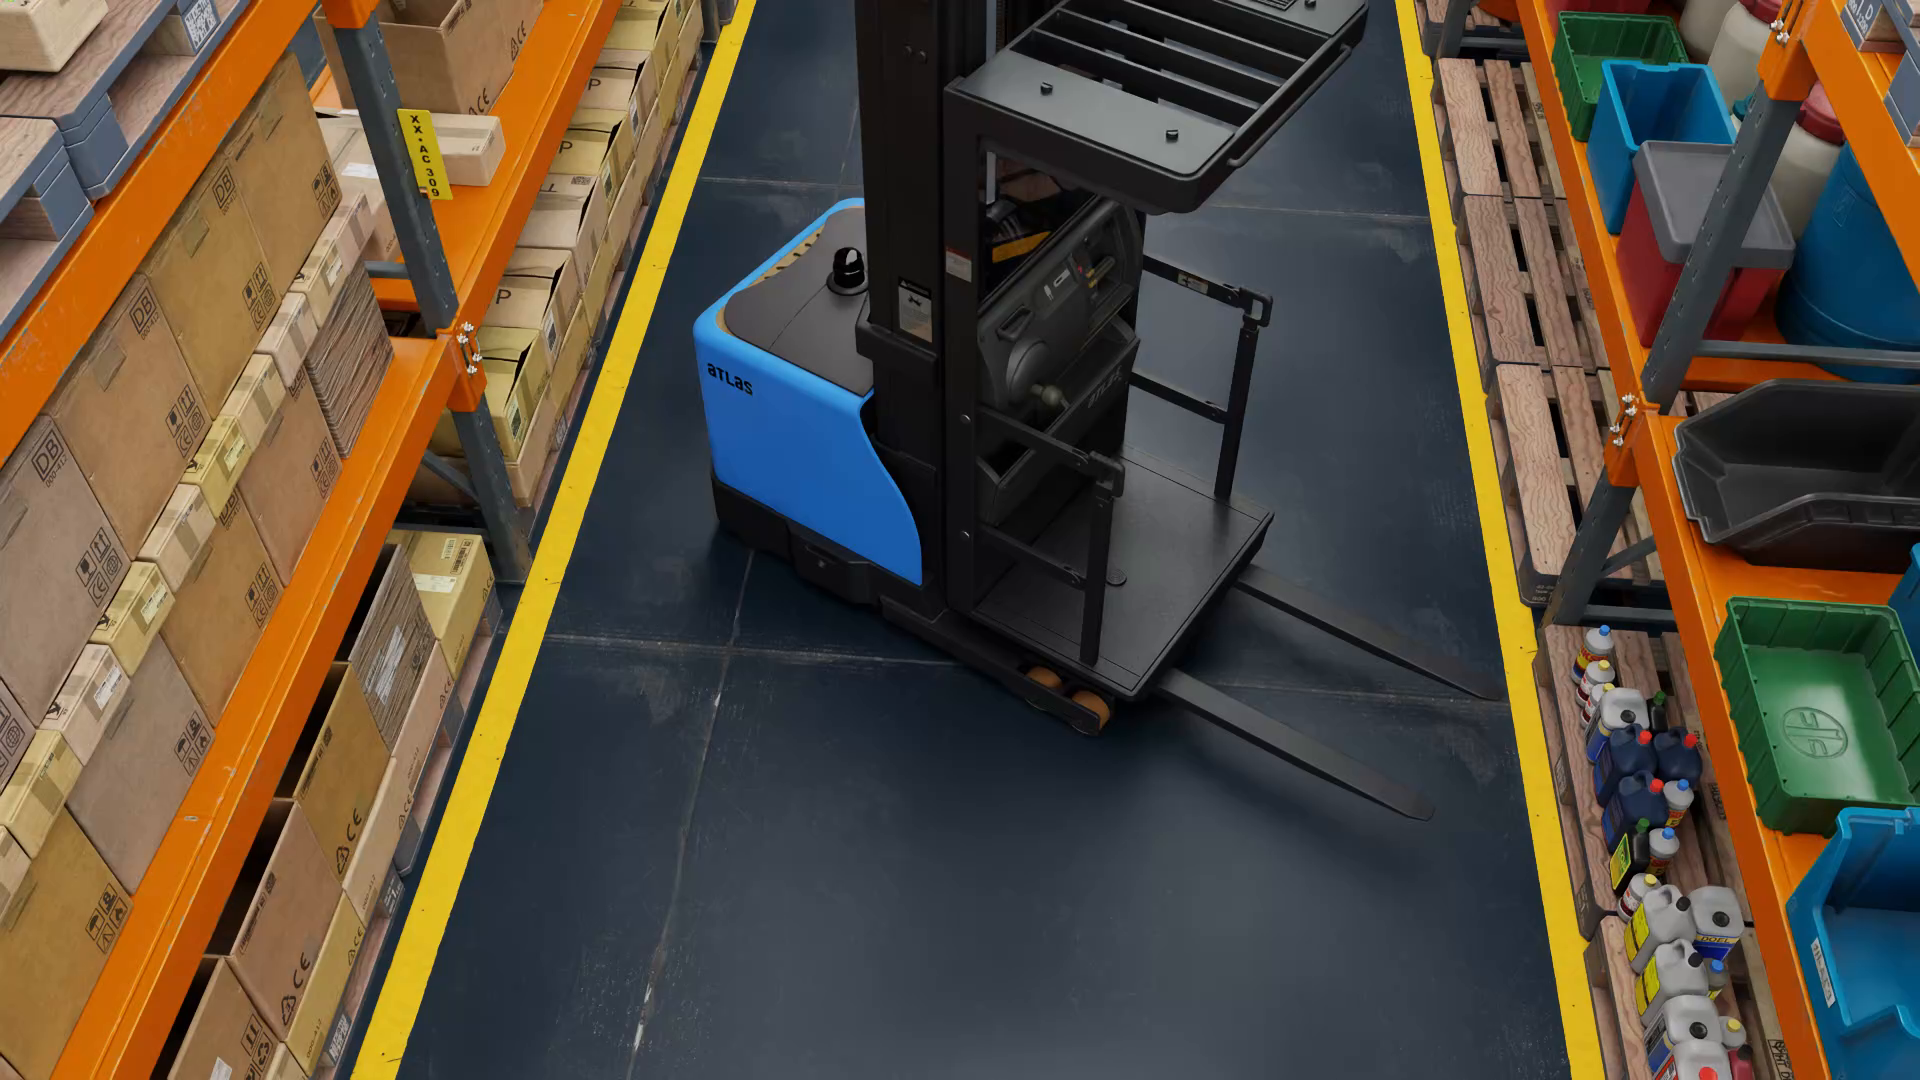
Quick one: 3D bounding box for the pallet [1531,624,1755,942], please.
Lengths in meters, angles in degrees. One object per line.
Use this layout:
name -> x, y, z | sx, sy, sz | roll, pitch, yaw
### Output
pallet -> 2.615, 0.855, 5.825 | 1.003, 0.211, 1.213 | 4, 48, 4

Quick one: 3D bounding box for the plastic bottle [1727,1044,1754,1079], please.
plastic bottle -> 2.240, 1.575, 4.819 | 0.061, 0.283, 0.133 | 4, 48, 4

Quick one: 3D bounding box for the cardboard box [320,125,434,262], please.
cardboard box -> -2.214, -1.227, 5.941 | 0.500, 0.250, 0.500 | 7, 48, 6

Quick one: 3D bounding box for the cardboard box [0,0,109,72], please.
cardboard box -> -2.053, -1.125, 3.504 | 0.380, 0.149, 0.250 | 4, 48, 4

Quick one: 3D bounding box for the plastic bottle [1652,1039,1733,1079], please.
plastic bottle -> 2.134, 1.571, 4.828 | 0.152, 0.276, 0.135 | 4, 48, 4

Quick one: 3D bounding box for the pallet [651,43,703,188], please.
pallet -> -1.964, -2.309, 8.719 | 1.003, 0.211, 1.213 | 4, 48, 4

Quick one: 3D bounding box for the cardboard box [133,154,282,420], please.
cardboard box -> -2.294, -0.687, 4.398 | 0.700, 0.500, 0.500 | 4, 48, 3

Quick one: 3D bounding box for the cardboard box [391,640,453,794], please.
cardboard box -> -2.095, 0.596, 5.751 | 0.500, 0.250, 0.500 | 4, 48, 4

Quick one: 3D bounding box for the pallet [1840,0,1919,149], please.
pallet -> 2.749, -0.989, 3.717 | 1.213, 0.211, 1.003 | 4, 48, 4

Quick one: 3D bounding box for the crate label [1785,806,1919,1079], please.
crate label -> 2.251, 0.980, 3.797 | 0.502, 0.435, 0.616 | 4, 48, 4

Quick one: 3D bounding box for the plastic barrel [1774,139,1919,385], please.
plastic barrel -> 3.054, -1.010, 5.301 | 0.600, 0.901, 0.708 | 4, 48, 4

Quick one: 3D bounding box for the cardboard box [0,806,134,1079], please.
cardboard box -> -2.430, 0.900, 3.826 | 0.700, 0.500, 0.500 | 4, 48, 4

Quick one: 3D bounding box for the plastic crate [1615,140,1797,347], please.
plastic crate -> 2.457, -0.975, 5.566 | 0.402, 0.464, 0.583 | 4, 48, 4

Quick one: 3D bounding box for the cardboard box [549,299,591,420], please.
cardboard box -> -1.883, -0.782, 7.011 | 0.500, 0.250, 0.500 | 5, 48, 5

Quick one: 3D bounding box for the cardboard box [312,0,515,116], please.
cardboard box -> -2.081, -1.897, 6.384 | 0.500, 0.500, 0.500 | 7, 48, 6

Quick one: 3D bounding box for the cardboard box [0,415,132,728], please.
cardboard box -> -2.386, 0.048, 3.726 | 0.700, 0.500, 0.500 | 4, 48, 4

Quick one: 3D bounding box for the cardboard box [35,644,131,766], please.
cardboard box -> -2.188, 0.370, 3.871 | 0.380, 0.149, 0.250 | 4, 48, 4

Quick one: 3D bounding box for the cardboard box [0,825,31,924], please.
cardboard box -> -2.237, 0.741, 3.532 | 0.380, 0.149, 0.250 | 2, 48, 2

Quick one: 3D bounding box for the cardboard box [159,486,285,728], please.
cardboard box -> -2.340, 0.136, 4.525 | 0.700, 0.500, 0.500 | 5, 48, 4

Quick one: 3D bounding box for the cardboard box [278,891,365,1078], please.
cardboard box -> -2.171, 1.331, 5.078 | 0.500, 0.250, 0.500 | 4, 48, 4

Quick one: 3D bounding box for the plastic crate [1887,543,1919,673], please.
plastic crate -> 2.887, 0.305, 4.539 | 0.499, 0.251, 0.616 | 4, 48, 4

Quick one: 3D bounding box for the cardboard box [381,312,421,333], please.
cardboard box -> -2.422, -1.015, 6.845 | 0.500, 0.311, 0.500 | 5, 48, 5

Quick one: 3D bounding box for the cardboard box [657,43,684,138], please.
cardboard box -> -1.699, -2.284, 8.385 | 0.500, 0.250, 0.500 | 3, 48, 3

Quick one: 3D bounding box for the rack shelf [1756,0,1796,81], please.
rack shelf -> 2.900, -2.816, 5.748 | 1.077, 0.370, 4.000 | 4, 48, 4

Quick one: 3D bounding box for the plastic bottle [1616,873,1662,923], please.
plastic bottle -> 2.164, 1.129, 5.283 | 0.097, 0.201, 0.097 | 0, 48, 0

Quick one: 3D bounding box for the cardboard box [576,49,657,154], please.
cardboard box -> -1.743, -2.101, 7.837 | 0.500, 0.311, 0.500 | 4, 48, 3

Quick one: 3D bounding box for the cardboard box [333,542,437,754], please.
cardboard box -> -2.097, 0.342, 5.475 | 0.500, 0.500, 0.500 | 4, 48, 4

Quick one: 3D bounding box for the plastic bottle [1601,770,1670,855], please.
plastic bottle -> 2.213, 0.872, 5.416 | 0.144, 0.351, 0.185 | 2, 48, 2

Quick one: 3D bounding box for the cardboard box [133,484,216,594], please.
cardboard box -> -2.144, -0.018, 4.227 | 0.380, 0.149, 0.250 | 5, 48, 5

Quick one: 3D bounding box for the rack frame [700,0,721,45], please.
rack frame -> -1.850, -3.852, 8.241 | 1.000, 3.000, 0.127 | 4, 48, 4

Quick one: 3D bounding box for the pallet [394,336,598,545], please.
pallet -> -2.187, -0.516, 7.079 | 1.003, 0.211, 1.213 | 4, 48, 4

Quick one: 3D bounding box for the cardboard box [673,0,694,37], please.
cardboard box -> -1.653, -2.854, 8.526 | 0.500, 0.311, 0.500 | 5, 48, 5

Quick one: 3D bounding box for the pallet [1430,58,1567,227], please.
pallet -> 2.973, -2.009, 8.444 | 1.003, 0.211, 1.213 | 4, 48, 4

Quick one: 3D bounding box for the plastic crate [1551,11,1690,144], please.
plastic crate -> 2.595, -1.804, 6.511 | 0.450, 0.188, 0.662 | 4, 48, 4

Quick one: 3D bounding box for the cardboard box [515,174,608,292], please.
cardboard box -> -1.832, -1.351, 7.151 | 0.500, 0.311, 0.500 | 2, 48, 2

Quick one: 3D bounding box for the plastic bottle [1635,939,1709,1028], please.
plastic bottle -> 2.158, 1.322, 5.006 | 0.144, 0.351, 0.185 | 6, 48, 5

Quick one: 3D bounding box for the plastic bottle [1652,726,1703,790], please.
plastic bottle -> 2.374, 0.743, 5.534 | 0.144, 0.351, 0.185 | 4, 48, 4

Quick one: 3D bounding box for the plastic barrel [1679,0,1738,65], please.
plastic barrel -> 3.129, -2.168, 6.608 | 0.433, 0.535, 0.433 | 0, 48, 0

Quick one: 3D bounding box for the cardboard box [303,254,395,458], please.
cardboard box -> -2.249, -0.620, 5.217 | 0.700, 0.500, 0.500 | 3, 48, 3

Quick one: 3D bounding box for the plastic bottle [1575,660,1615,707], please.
plastic bottle -> 2.243, 0.498, 5.860 | 0.097, 0.201, 0.097 | 0, 48, 0

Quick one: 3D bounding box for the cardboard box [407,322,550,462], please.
cardboard box -> -1.929, -0.603, 6.467 | 0.500, 0.311, 0.500 | 4, 48, 4

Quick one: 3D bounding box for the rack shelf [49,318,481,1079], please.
rack shelf -> -2.397, 0.800, 4.473 | 1.077, 0.370, 4.000 | 4, 48, 4

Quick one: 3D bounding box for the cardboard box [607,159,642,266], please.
cardboard box -> -1.792, -1.536, 7.701 | 0.500, 0.250, 0.500 | 5, 48, 4

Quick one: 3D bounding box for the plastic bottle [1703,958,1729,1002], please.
plastic bottle -> 2.282, 1.348, 5.083 | 0.097, 0.201, 0.097 | 0, 48, 0

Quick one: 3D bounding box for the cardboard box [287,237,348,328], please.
cardboard box -> -2.051, -0.770, 4.914 | 0.380, 0.149, 0.250 | 3, 48, 3

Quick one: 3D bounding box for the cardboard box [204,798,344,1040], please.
cardboard box -> -2.170, 1.078, 4.801 | 0.500, 0.500, 0.500 | 4, 48, 4

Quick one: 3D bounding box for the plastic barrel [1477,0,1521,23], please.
plastic barrel -> 3.110, -3.286, 8.909 | 0.600, 0.830, 0.708 | 4, 48, 4

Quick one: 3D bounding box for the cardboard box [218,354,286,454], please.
cardboard box -> -2.095, -0.384, 4.561 | 0.380, 0.149, 0.250 | 4, 48, 3

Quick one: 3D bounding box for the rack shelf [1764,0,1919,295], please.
rack shelf -> 2.535, 0.123, 3.059 | 1.077, 0.370, 4.000 | 4, 48, 4

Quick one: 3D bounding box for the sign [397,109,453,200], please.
sign -> -1.662, -1.196, 5.170 | 0.100, 0.325, 0.005 | 4, 48, 4

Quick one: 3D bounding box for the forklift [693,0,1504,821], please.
forklift -> 0.514, -0.729, 5.431 | 3.031, 2.935, 1.130 | 27, 53, 22

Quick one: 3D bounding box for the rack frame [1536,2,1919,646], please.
rack frame -> 2.717, -0.577, 5.245 | 1.000, 3.000, 0.127 | 4, 48, 4

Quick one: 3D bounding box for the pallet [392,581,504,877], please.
pallet -> -2.329, 0.610, 6.049 | 1.003, 0.211, 1.213 | 4, 48, 4

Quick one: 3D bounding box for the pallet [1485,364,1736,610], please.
pallet -> 2.750, -0.216, 6.804 | 1.003, 0.211, 1.213 | 4, 48, 4

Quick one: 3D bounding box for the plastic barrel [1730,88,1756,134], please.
plastic barrel -> 2.991, -1.493, 6.176 | 0.301, 0.262, 0.301 | 0, 48, 0

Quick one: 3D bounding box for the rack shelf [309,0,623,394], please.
rack shelf -> -2.033, -2.140, 7.162 | 1.077, 0.370, 4.000 | 4, 48, 4

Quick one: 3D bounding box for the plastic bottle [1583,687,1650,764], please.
plastic bottle -> 2.250, 0.638, 5.681 | 0.152, 0.276, 0.135 | 5, 48, 5

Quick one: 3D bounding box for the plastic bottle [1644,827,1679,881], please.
plastic bottle -> 2.237, 1.010, 5.344 | 0.097, 0.271, 0.097 | 0, 48, 0
